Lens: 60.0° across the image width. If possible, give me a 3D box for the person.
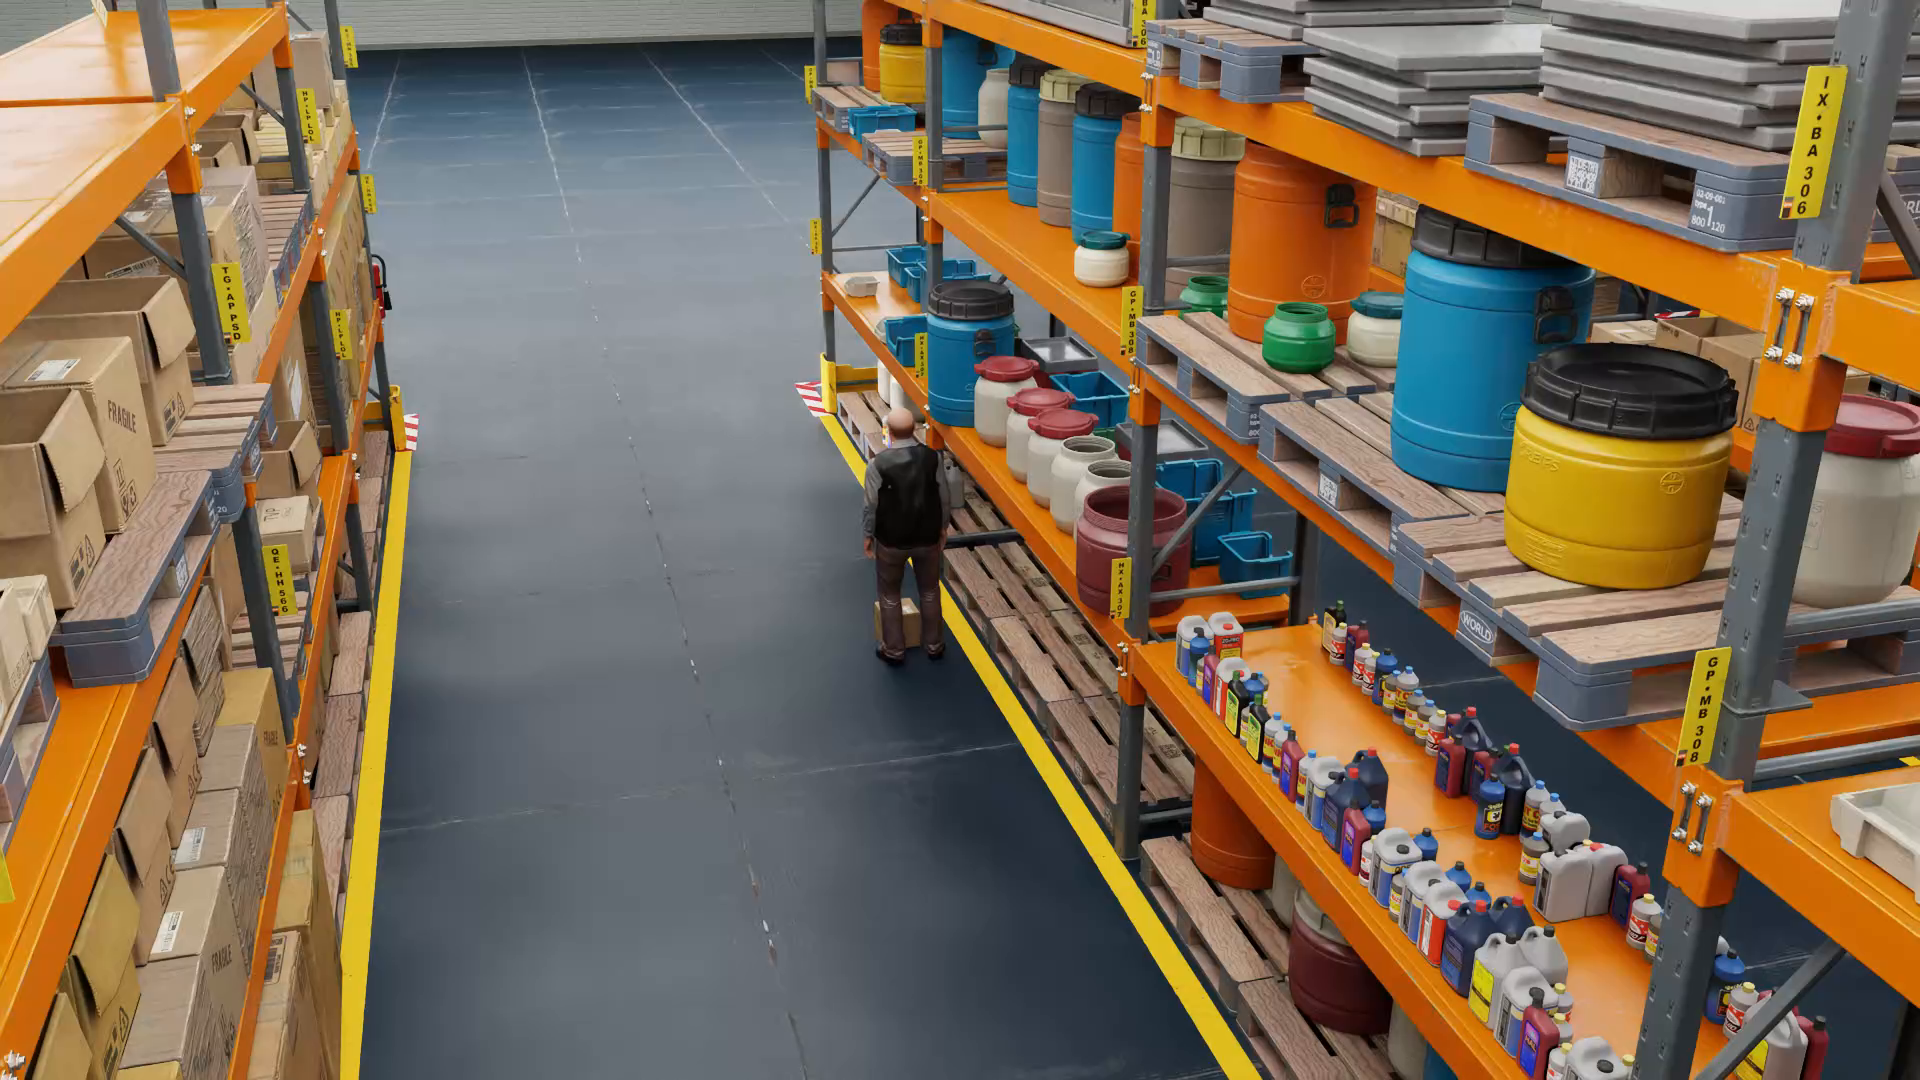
[{"bbox_3d":[-0.337,-0.008,10.712,0.580,1.721,0.416,-6,24,-14],"label":"person"}]
